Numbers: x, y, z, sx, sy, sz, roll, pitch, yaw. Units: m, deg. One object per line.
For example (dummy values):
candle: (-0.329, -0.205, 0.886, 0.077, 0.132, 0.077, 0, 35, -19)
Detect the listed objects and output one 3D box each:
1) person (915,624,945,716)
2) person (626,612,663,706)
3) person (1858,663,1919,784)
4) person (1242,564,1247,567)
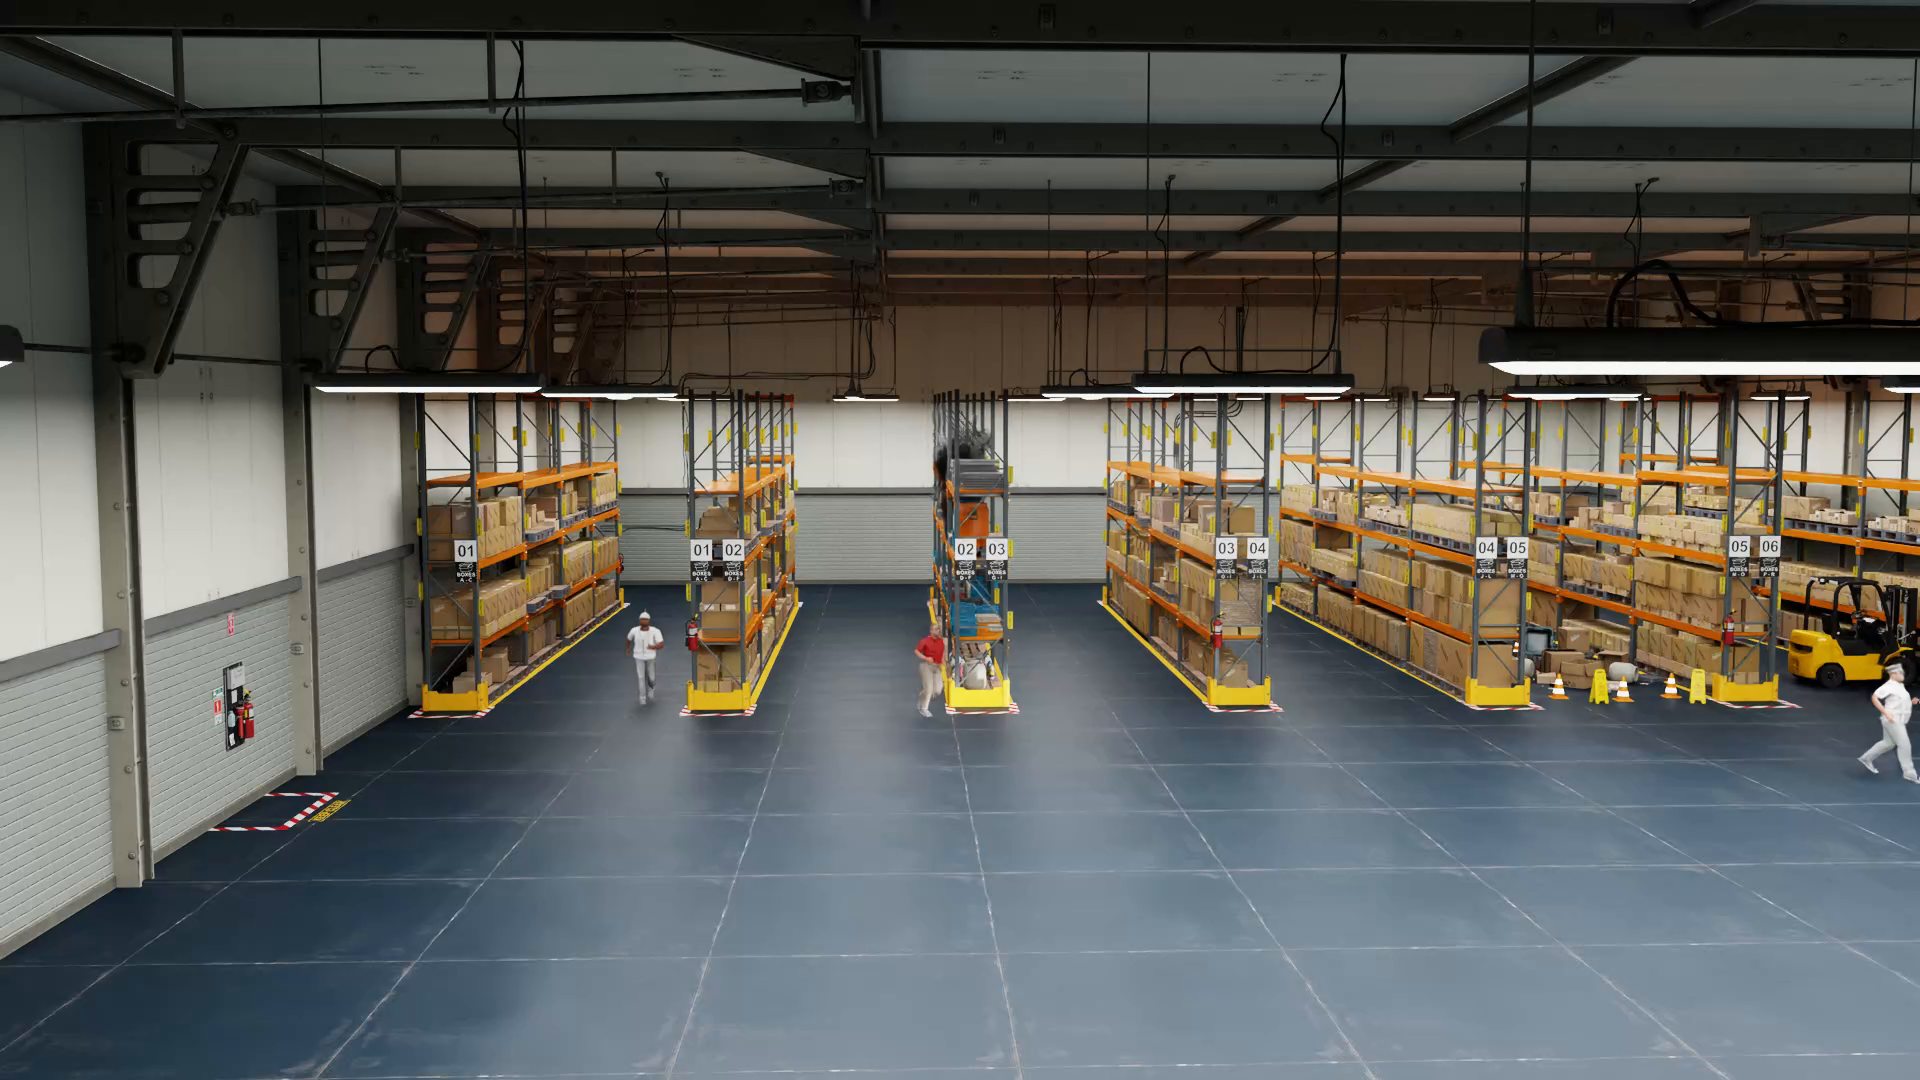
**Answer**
person: (-0.522, 2.391, 30.763, 0.689, 1.674, 0.652, -3, 6, -35)
person: (-6.017, 2.256, 31.686, 0.727, 1.752, 0.919, 0, 5, -6)
person: (14.218, 2.754, 25.301, 0.976, 1.776, 0.658, 4, 6, 39)
person: (7.940, 1.121, 46.533, 0.591, 1.666, 0.767, 1, 5, 7)
